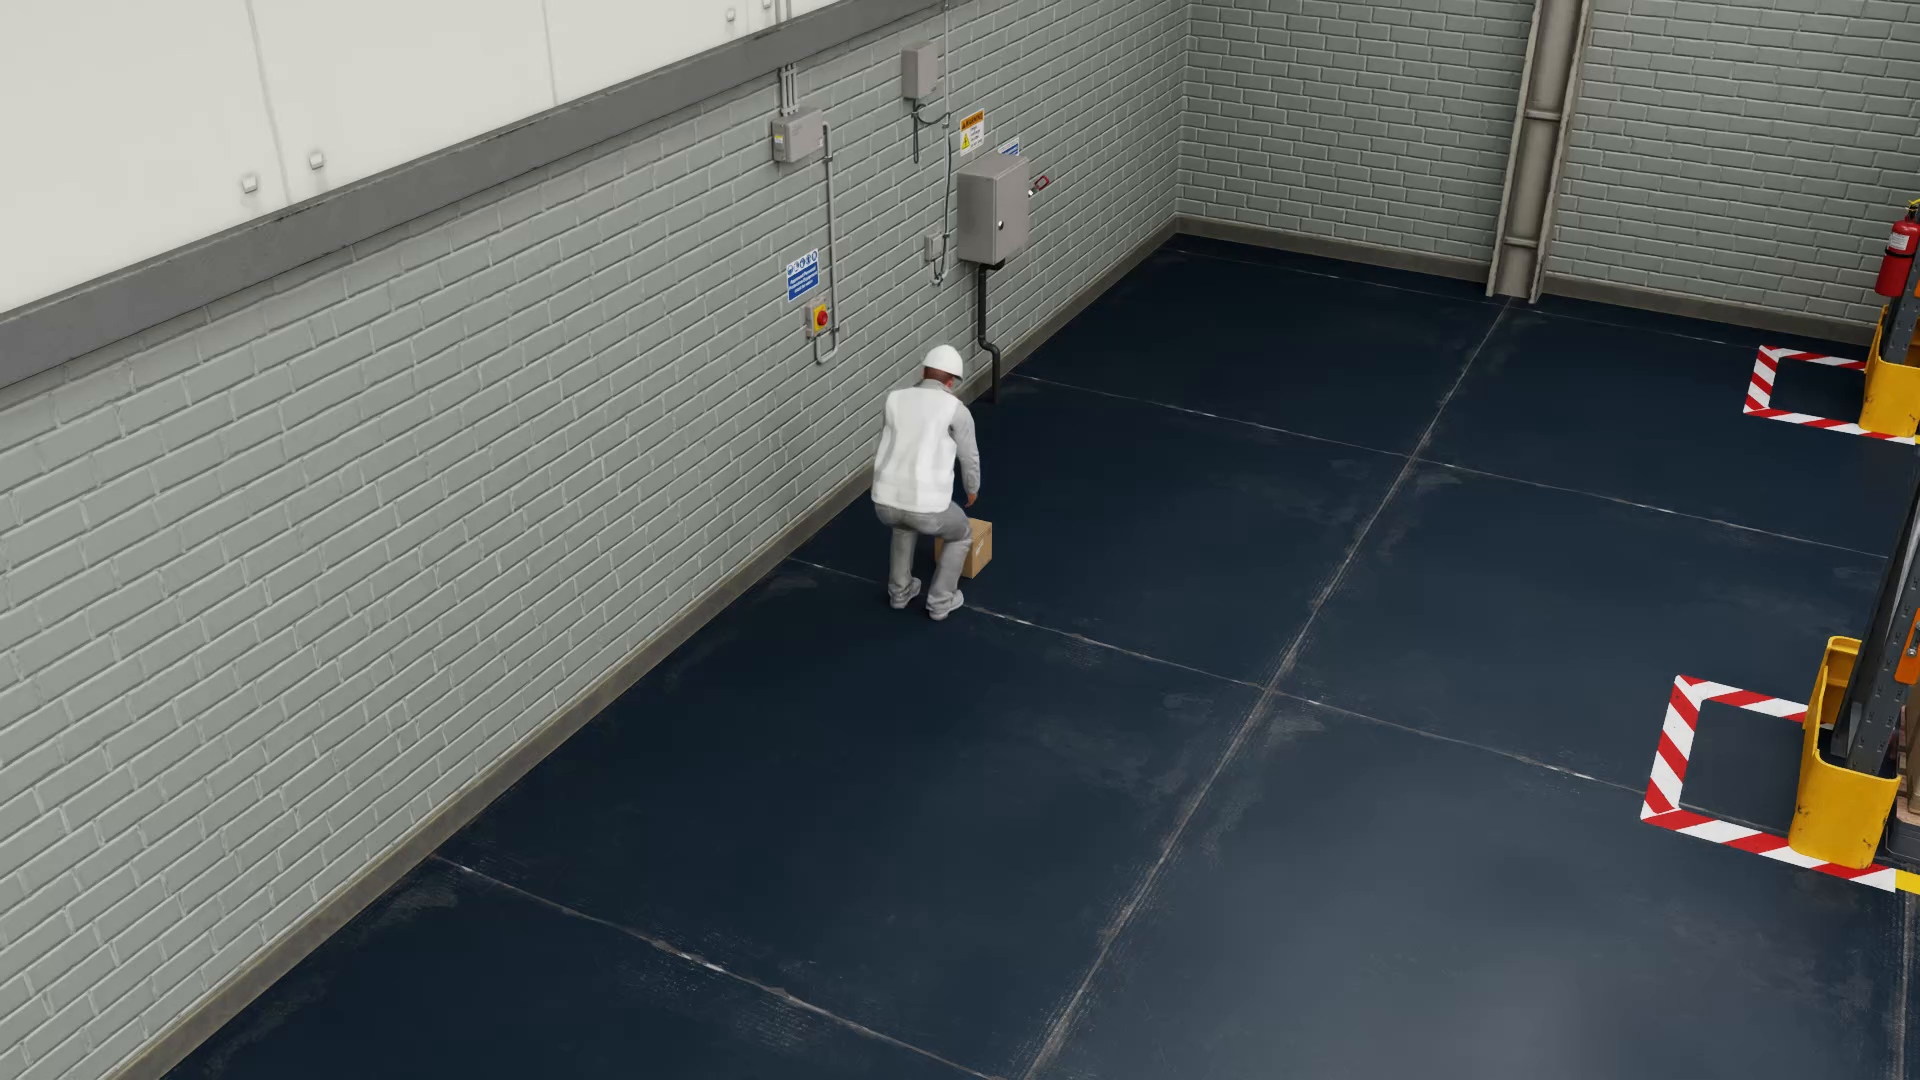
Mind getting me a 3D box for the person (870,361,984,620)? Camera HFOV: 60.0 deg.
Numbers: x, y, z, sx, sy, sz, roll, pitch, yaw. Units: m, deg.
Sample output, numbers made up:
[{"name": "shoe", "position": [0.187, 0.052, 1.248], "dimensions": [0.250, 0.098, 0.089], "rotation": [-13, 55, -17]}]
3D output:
[{"name": "person", "position": [-0.195, -0.262, 9.173], "dimensions": [0.587, 1.329, 0.812], "rotation": [14, 33, 23]}]
